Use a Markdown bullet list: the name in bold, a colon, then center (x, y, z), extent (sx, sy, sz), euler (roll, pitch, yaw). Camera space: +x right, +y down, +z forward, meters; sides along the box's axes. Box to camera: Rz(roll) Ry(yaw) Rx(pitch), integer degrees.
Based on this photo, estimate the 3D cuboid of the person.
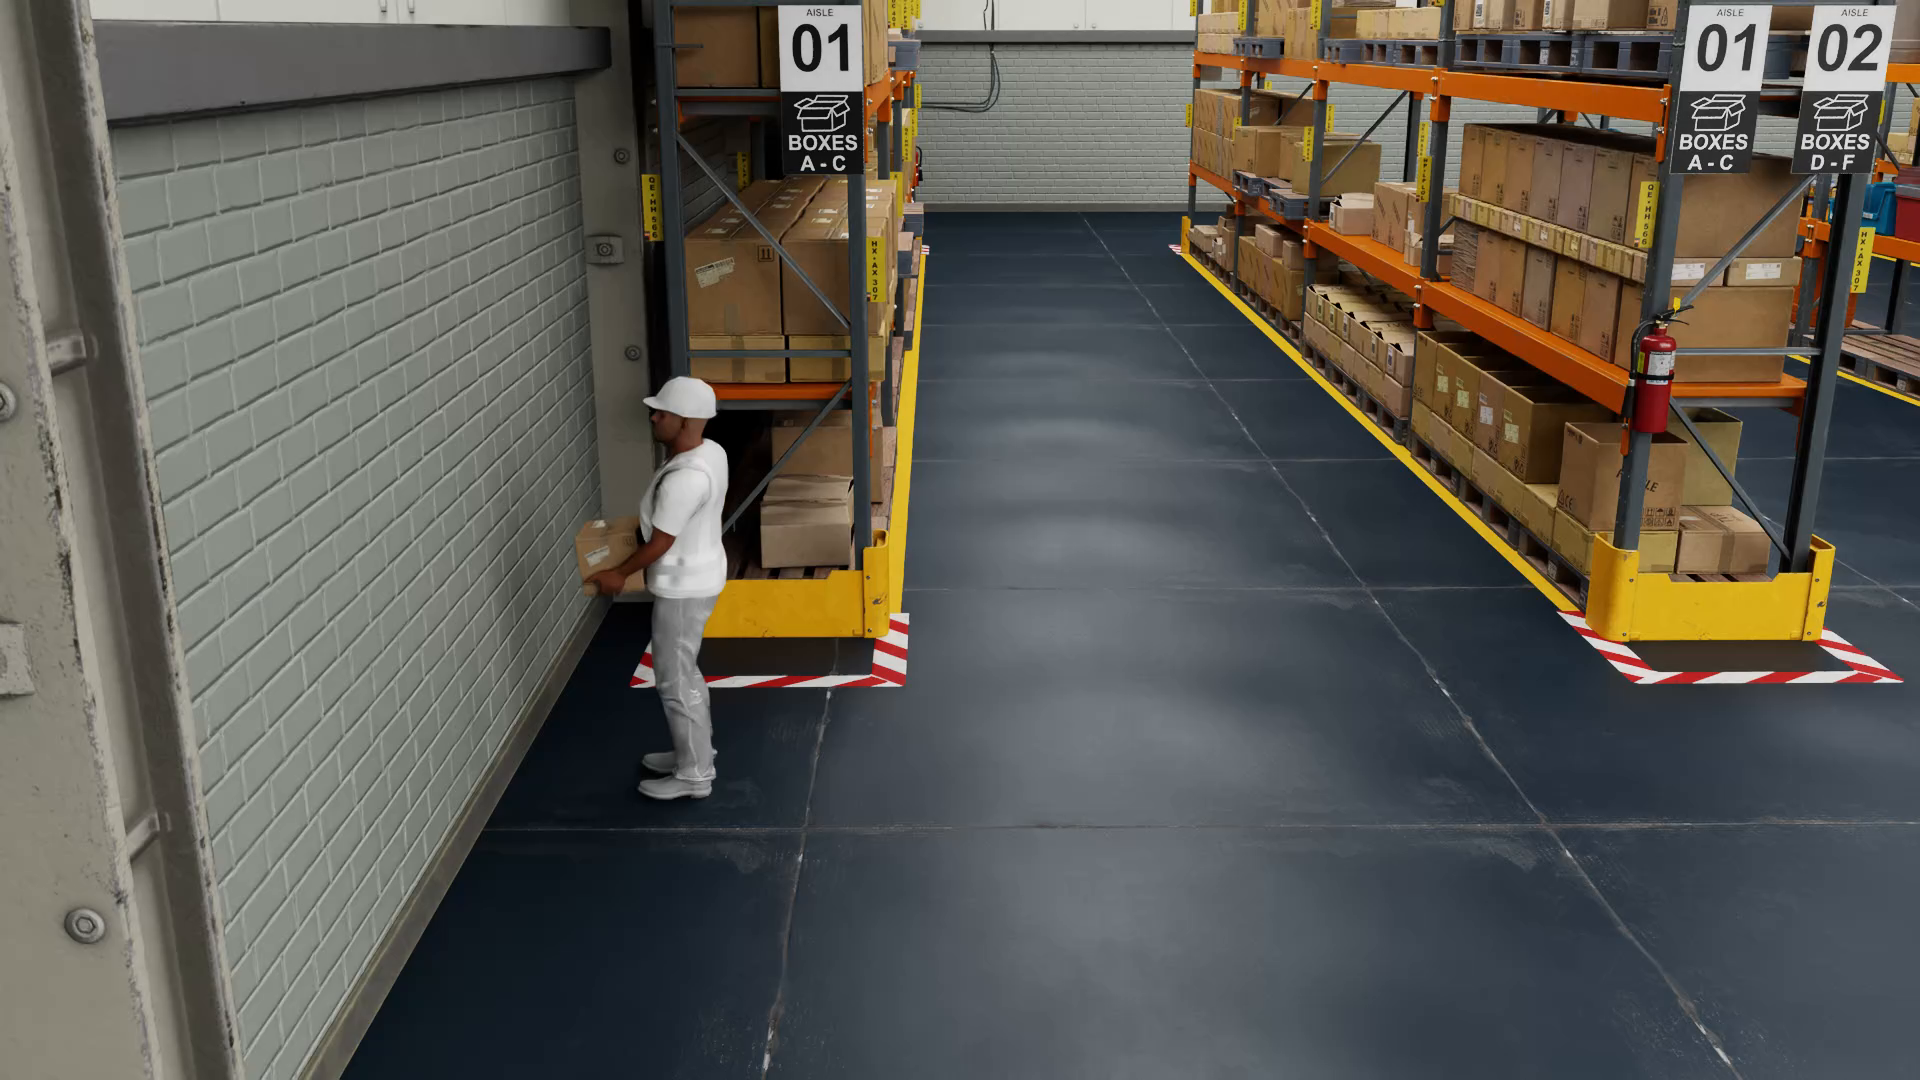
- **person**: center (-1.236, 0.196, 6.864), extent (0.573, 1.767, 0.521), euler (0, 17, -1)
